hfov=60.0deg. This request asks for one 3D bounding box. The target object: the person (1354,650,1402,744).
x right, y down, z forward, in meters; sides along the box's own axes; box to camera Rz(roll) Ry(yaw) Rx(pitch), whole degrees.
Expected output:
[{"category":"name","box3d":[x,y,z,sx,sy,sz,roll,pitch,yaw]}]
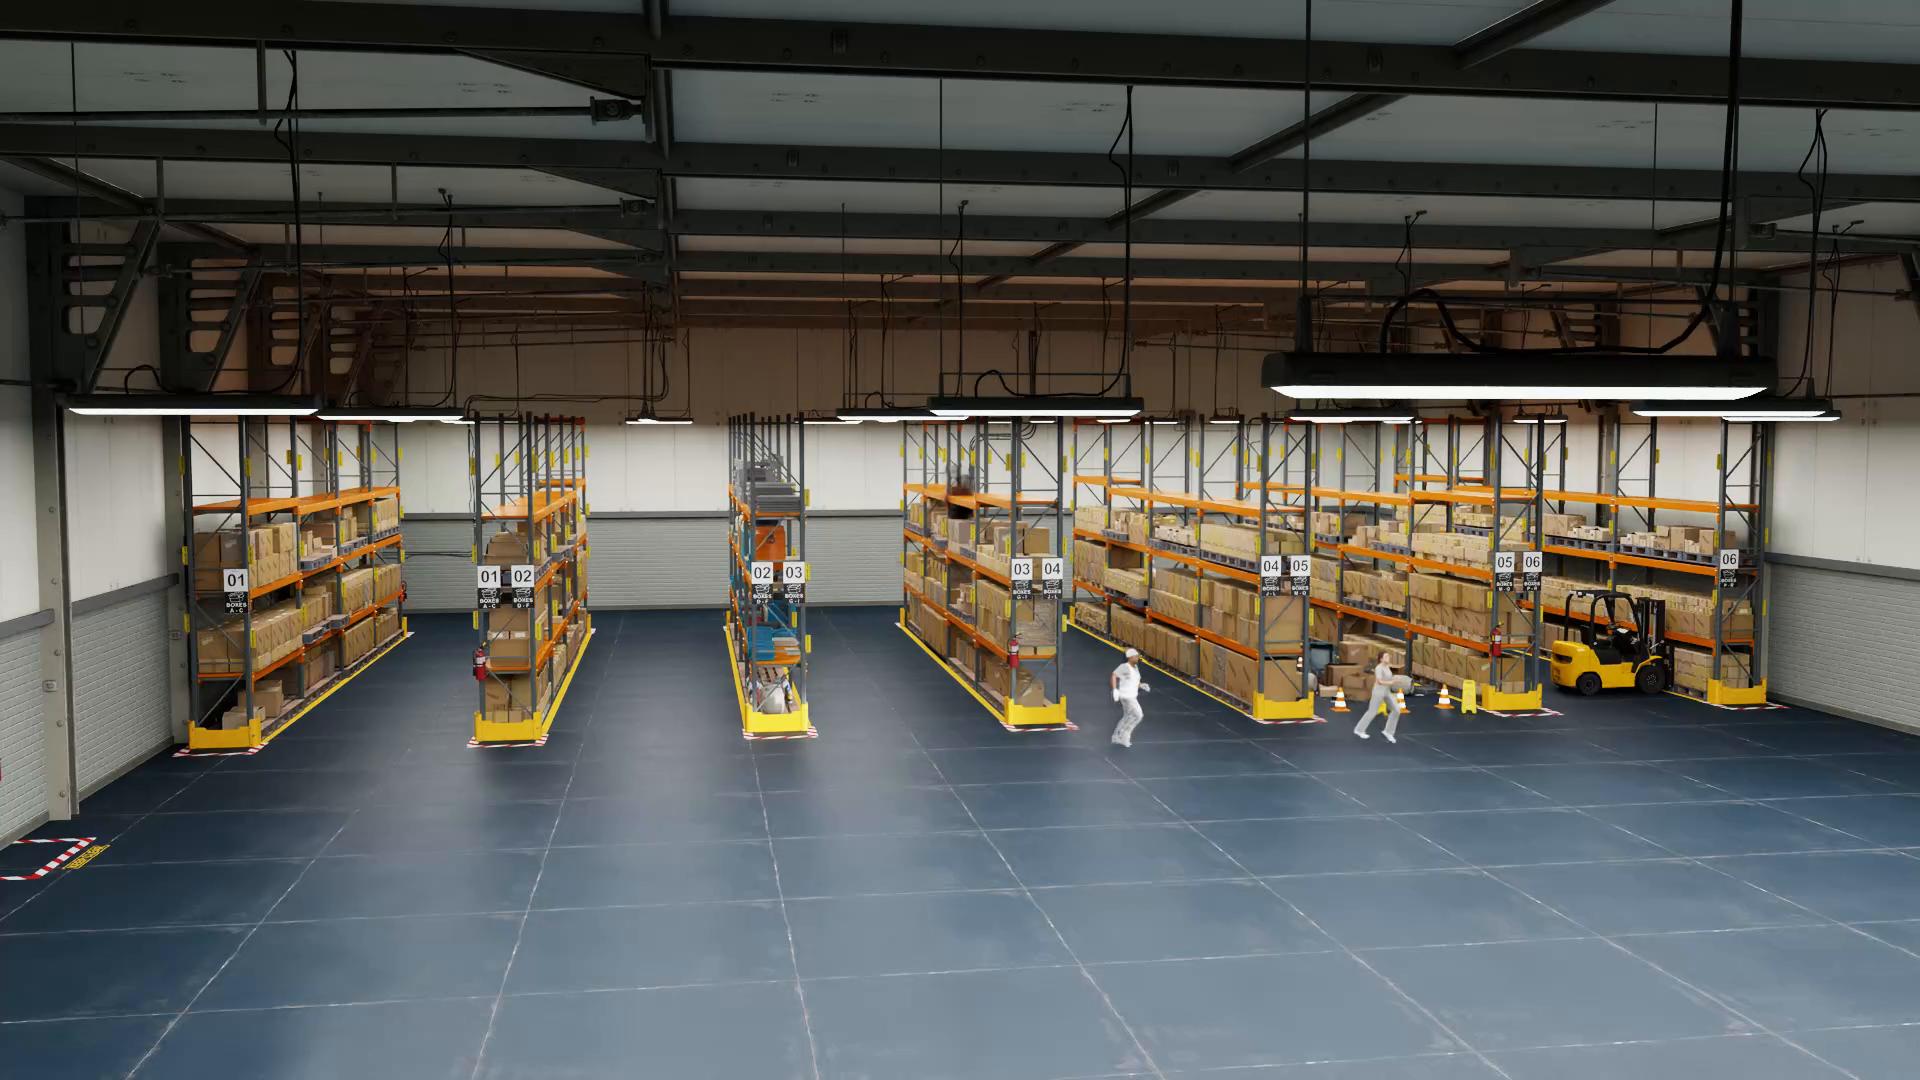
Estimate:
[{"category":"person","box3d":[7.625,2.956,30.214,0.876,1.460,0.559,3,5,41]}]

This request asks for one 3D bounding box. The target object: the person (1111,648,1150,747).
[{"category":"person","box3d":[3.043,2.834,29.783,0.705,1.795,0.696,1,4,21]}]

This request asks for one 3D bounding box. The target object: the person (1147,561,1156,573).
[{"category":"person","box3d":[5.793,1.457,50.219,0.654,1.724,0.721,0,4,-2]}]
